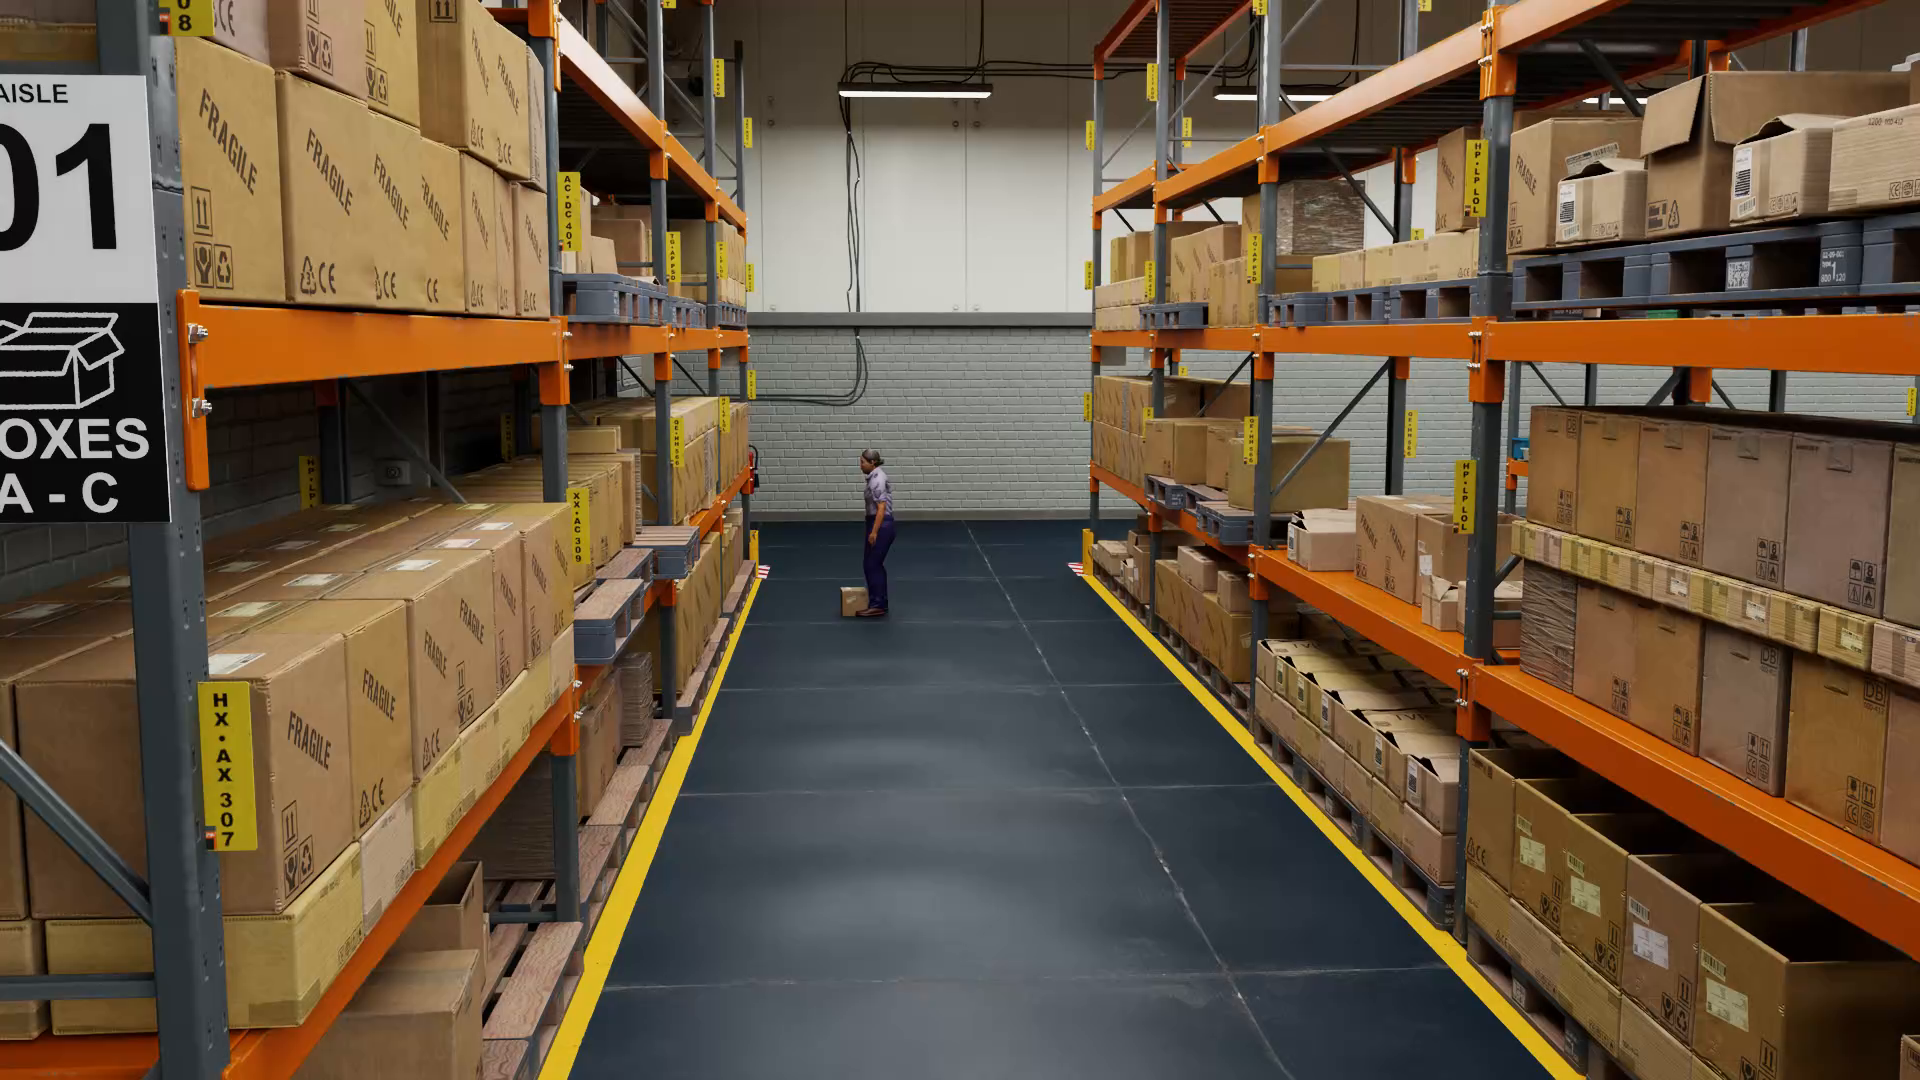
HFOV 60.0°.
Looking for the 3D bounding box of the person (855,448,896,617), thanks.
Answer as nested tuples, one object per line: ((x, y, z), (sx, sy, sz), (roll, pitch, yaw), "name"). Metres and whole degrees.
((-0.840, -0.078, 16.480), (0.412, 1.637, 0.539), (0, 7, -3), "person")
